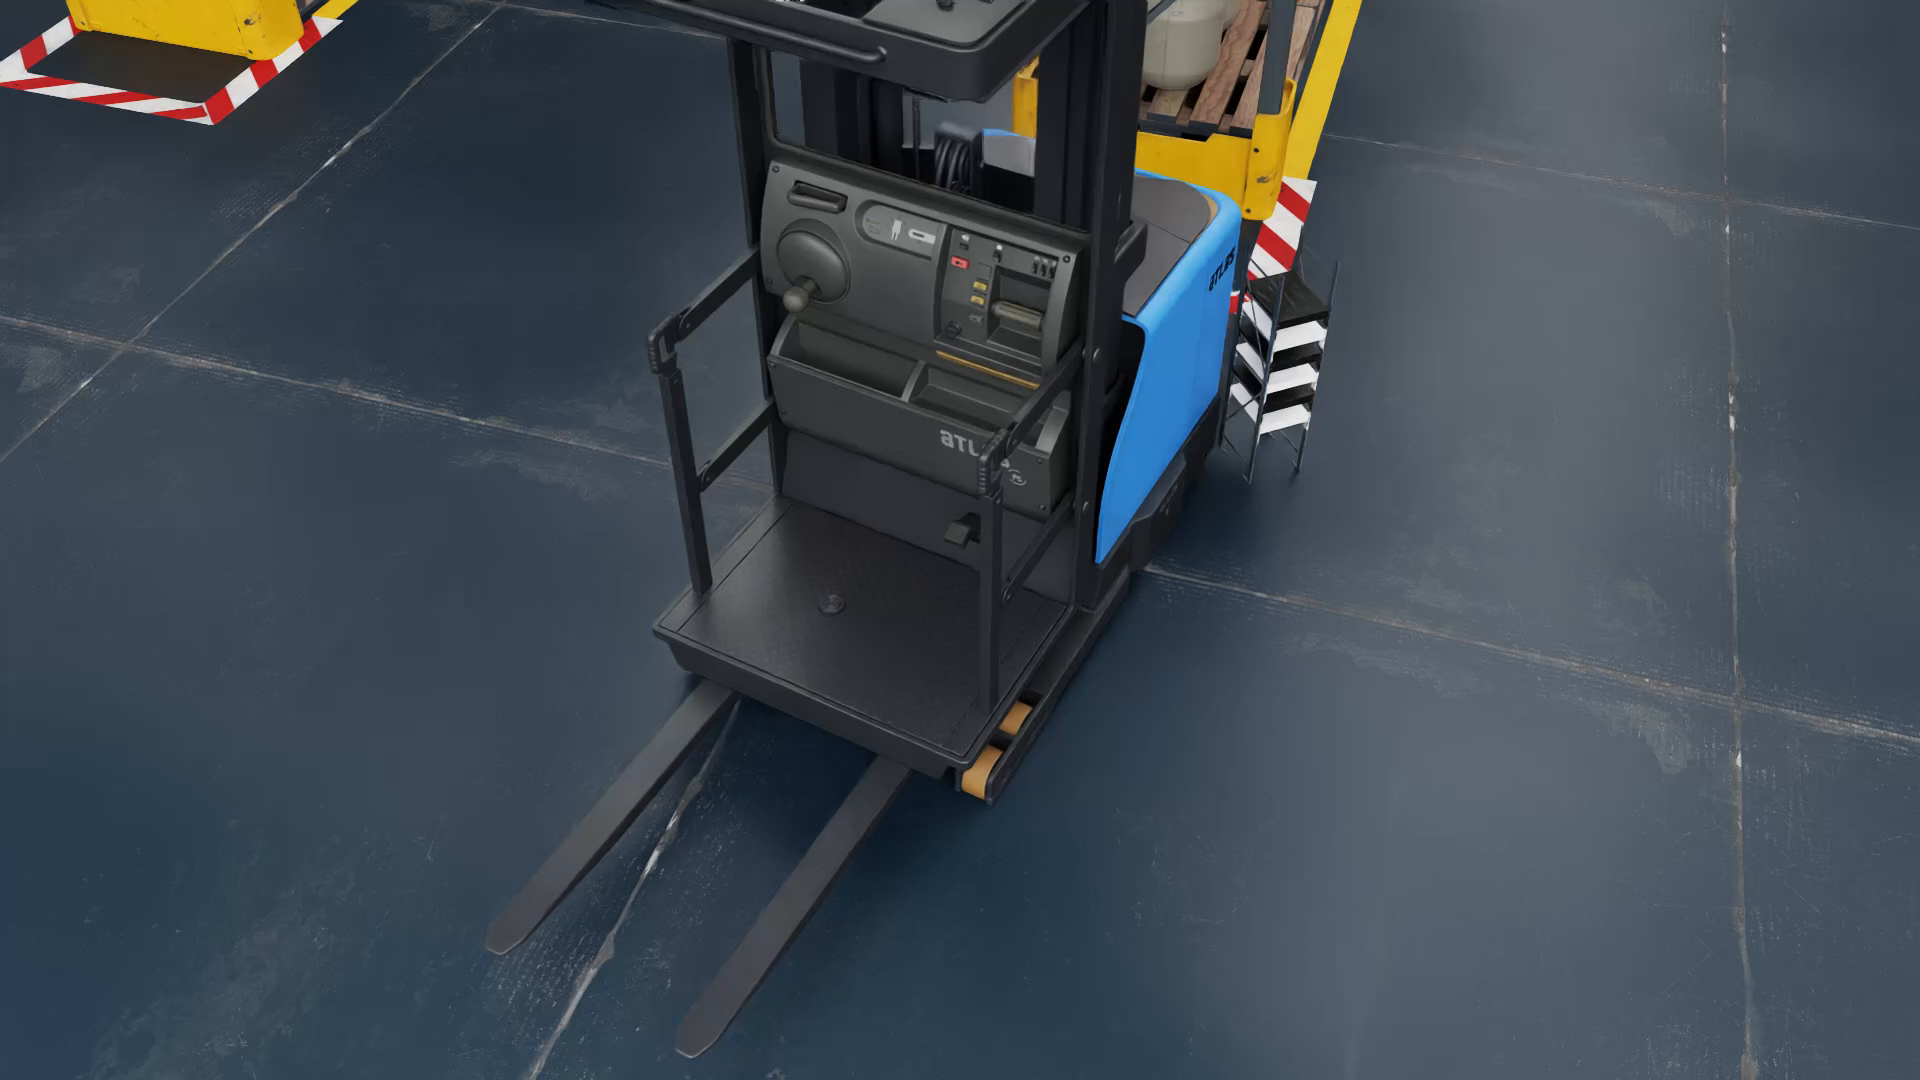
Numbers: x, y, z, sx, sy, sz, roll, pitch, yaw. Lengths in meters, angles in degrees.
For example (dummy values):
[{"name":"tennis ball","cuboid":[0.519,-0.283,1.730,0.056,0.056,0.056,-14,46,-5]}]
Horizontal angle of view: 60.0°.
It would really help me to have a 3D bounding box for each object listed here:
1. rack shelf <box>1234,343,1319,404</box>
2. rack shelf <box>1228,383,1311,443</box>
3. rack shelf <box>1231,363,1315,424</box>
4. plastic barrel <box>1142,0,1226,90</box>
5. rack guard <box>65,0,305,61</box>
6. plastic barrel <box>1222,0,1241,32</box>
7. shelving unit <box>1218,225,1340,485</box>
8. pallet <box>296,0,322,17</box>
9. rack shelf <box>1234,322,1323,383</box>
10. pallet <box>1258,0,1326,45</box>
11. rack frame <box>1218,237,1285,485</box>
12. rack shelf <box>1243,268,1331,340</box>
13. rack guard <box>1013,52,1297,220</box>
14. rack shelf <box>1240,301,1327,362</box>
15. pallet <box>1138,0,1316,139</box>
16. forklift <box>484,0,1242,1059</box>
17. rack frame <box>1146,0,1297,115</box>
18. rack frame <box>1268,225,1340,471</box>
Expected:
[{"name":"rack shelf","cuboid":[1.088,-0.600,5.767,0.200,0.077,0.258,-15,46,-15]},{"name":"rack shelf","cuboid":[1.088,-0.471,5.893,0.200,0.077,0.258,-15,46,-15]},{"name":"rack shelf","cuboid":[1.088,-0.535,5.830,0.200,0.077,0.258,-15,46,-15]},{"name":"plastic barrel","cuboid":[0.972,-2.328,7.463,0.421,0.512,0.421,0,44,0]},{"name":"rack guard","cuboid":[-3.882,-2.755,8.208,1.175,0.500,0.348,13,46,13]},{"name":"plastic barrel","cuboid":[1.123,-2.662,7.805,0.421,0.512,0.421,0,44,0]},{"name":"shelving unit","cuboid":[1.088,-0.623,5.744,0.210,0.900,0.258,-15,46,-15]},{"name":"pallet","cuboid":[-3.683,-3.186,8.855,1.003,0.211,1.213,13,46,13]},{"name":"rack shelf","cuboid":[1.088,-0.664,5.704,0.200,0.077,0.258,-15,46,-15]},{"name":"pallet","cuboid":[1.446,-3.027,8.693,1.003,0.211,1.213,13,46,13]},{"name":"rack frame","cuboid":[0.994,-0.597,5.717,0.006,0.900,0.240,-15,46,-15]},{"name":"rack shelf","cuboid":[1.088,-0.793,5.578,0.200,0.077,0.258,-15,46,-15]},{"name":"rack guard","cuboid":[0.823,-1.780,7.211,1.175,0.500,0.348,13,46,13]},{"name":"rack shelf","cuboid":[1.088,-0.728,5.641,0.200,0.077,0.258,-15,46,-15]},{"name":"pallet","cuboid":[1.074,-2.217,7.865,1.003,0.211,1.213,13,46,13]},{"name":"forklift","cuboid":[-0.227,-0.642,4.311,1.130,2.935,3.031,21,48,20]},{"name":"rack frame","cuboid":[0.845,-2.613,6.275,1.000,3.000,0.127,13,46,13]},{"name":"rack frame","cuboid":[1.183,-0.649,5.770,0.006,0.900,0.240,-15,46,-15]}]
